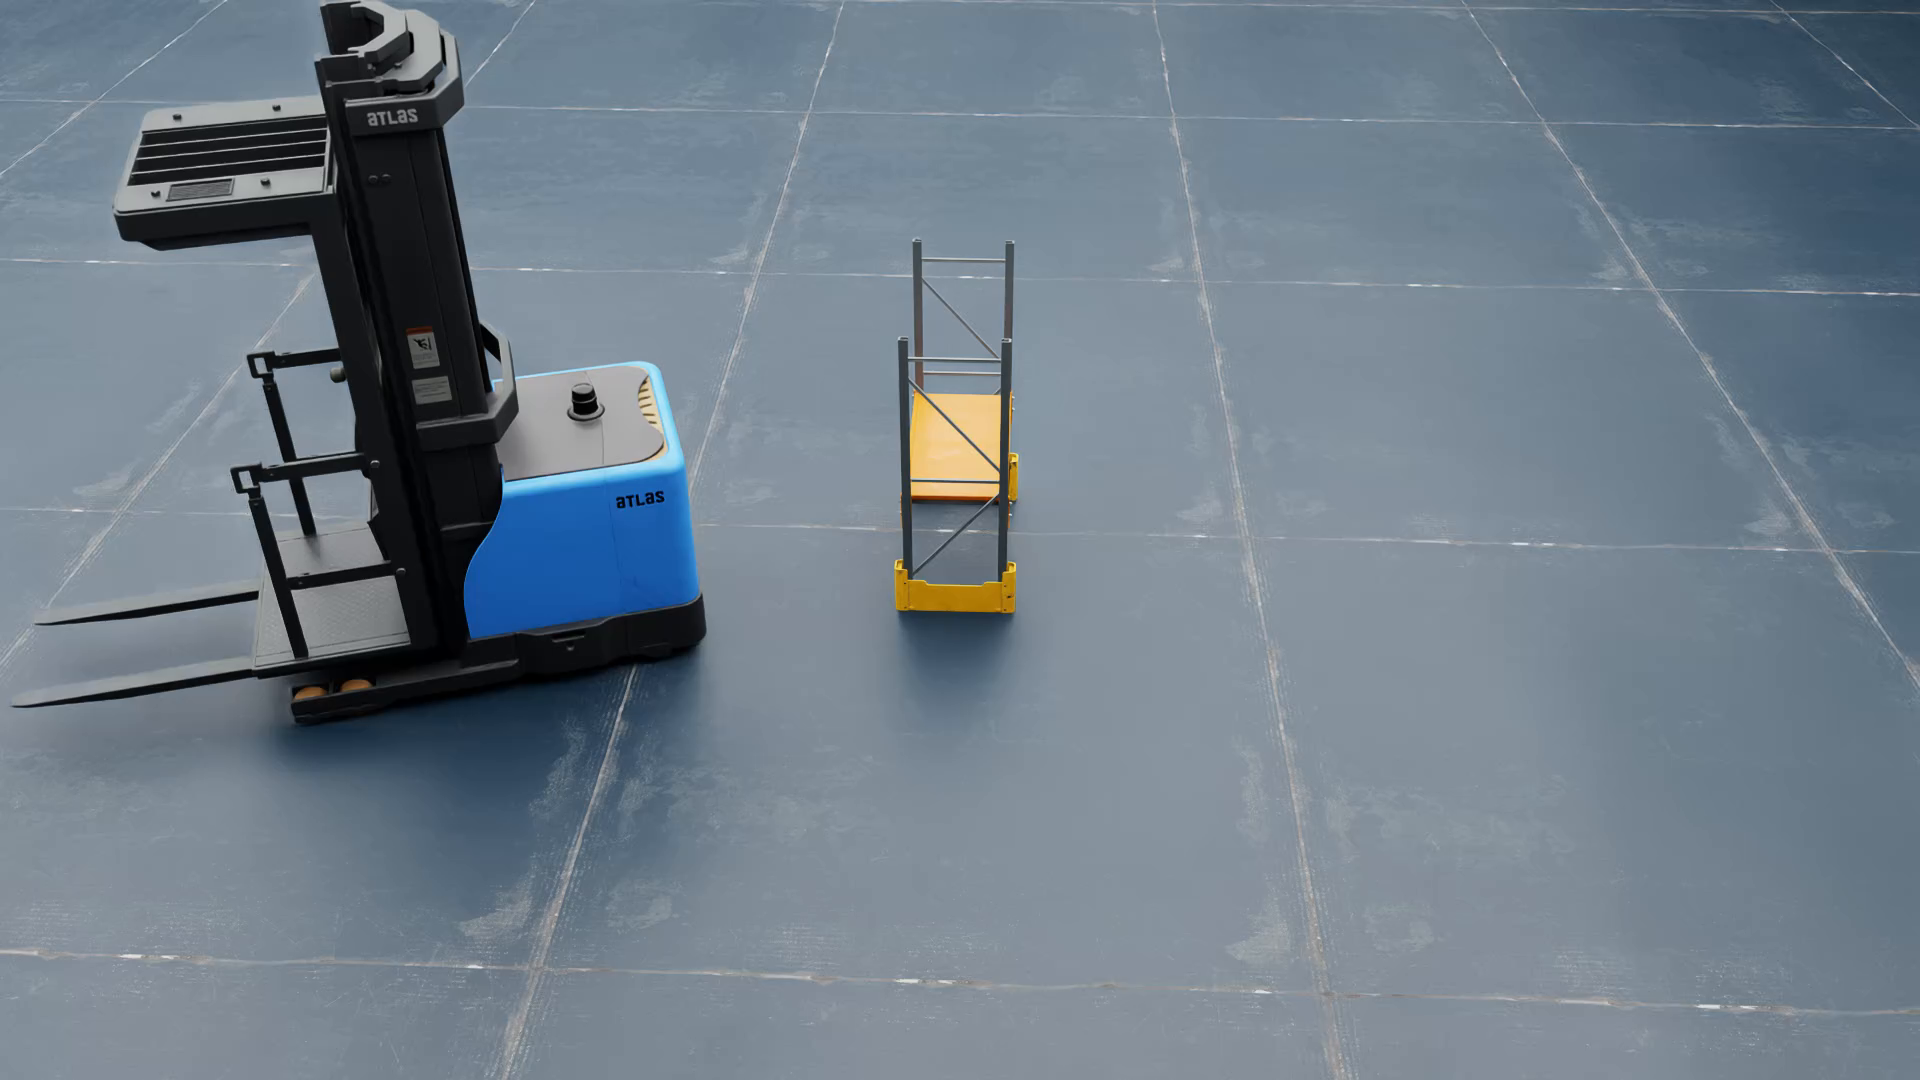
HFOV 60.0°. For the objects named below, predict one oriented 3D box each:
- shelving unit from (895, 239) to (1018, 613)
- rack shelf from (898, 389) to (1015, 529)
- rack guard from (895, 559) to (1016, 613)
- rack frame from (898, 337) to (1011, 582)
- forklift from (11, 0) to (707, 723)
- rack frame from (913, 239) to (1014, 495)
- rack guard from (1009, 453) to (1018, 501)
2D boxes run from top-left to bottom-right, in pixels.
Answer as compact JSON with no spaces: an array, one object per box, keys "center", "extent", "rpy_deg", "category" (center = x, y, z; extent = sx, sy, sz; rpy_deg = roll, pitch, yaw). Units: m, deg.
[{"center":[-0.003,-0.570,8.202],"extent":[0.587,1.500,1.083],"rpy_deg":[1,35,2],"category":"shelving unit"},{"center":[-0.003,-0.417,8.298],"extent":[0.538,0.185,1.000],"rpy_deg":[1,35,2],"category":"rack shelf"},{"center":[-0.023,0.228,8.154],"extent":[0.587,0.250,0.087],"rpy_deg":[1,35,2],"category":"rack guard"},{"center":[-0.024,-0.273,7.779],"extent":[0.500,1.500,0.032],"rpy_deg":[1,35,2],"category":"rack frame"},{"center":[-2.787,-0.710,7.156],"extent":[3.031,2.935,1.130],"rpy_deg":[-9,36,-13],"category":"forklift"},{"center":[0.017,-0.857,8.610],"extent":[0.500,1.500,0.032],"rpy_deg":[1,35,2],"category":"rack frame"},{"center":[0.017,-0.345,8.969],"extent":[0.587,0.250,0.087],"rpy_deg":[1,35,2],"category":"rack guard"}]
